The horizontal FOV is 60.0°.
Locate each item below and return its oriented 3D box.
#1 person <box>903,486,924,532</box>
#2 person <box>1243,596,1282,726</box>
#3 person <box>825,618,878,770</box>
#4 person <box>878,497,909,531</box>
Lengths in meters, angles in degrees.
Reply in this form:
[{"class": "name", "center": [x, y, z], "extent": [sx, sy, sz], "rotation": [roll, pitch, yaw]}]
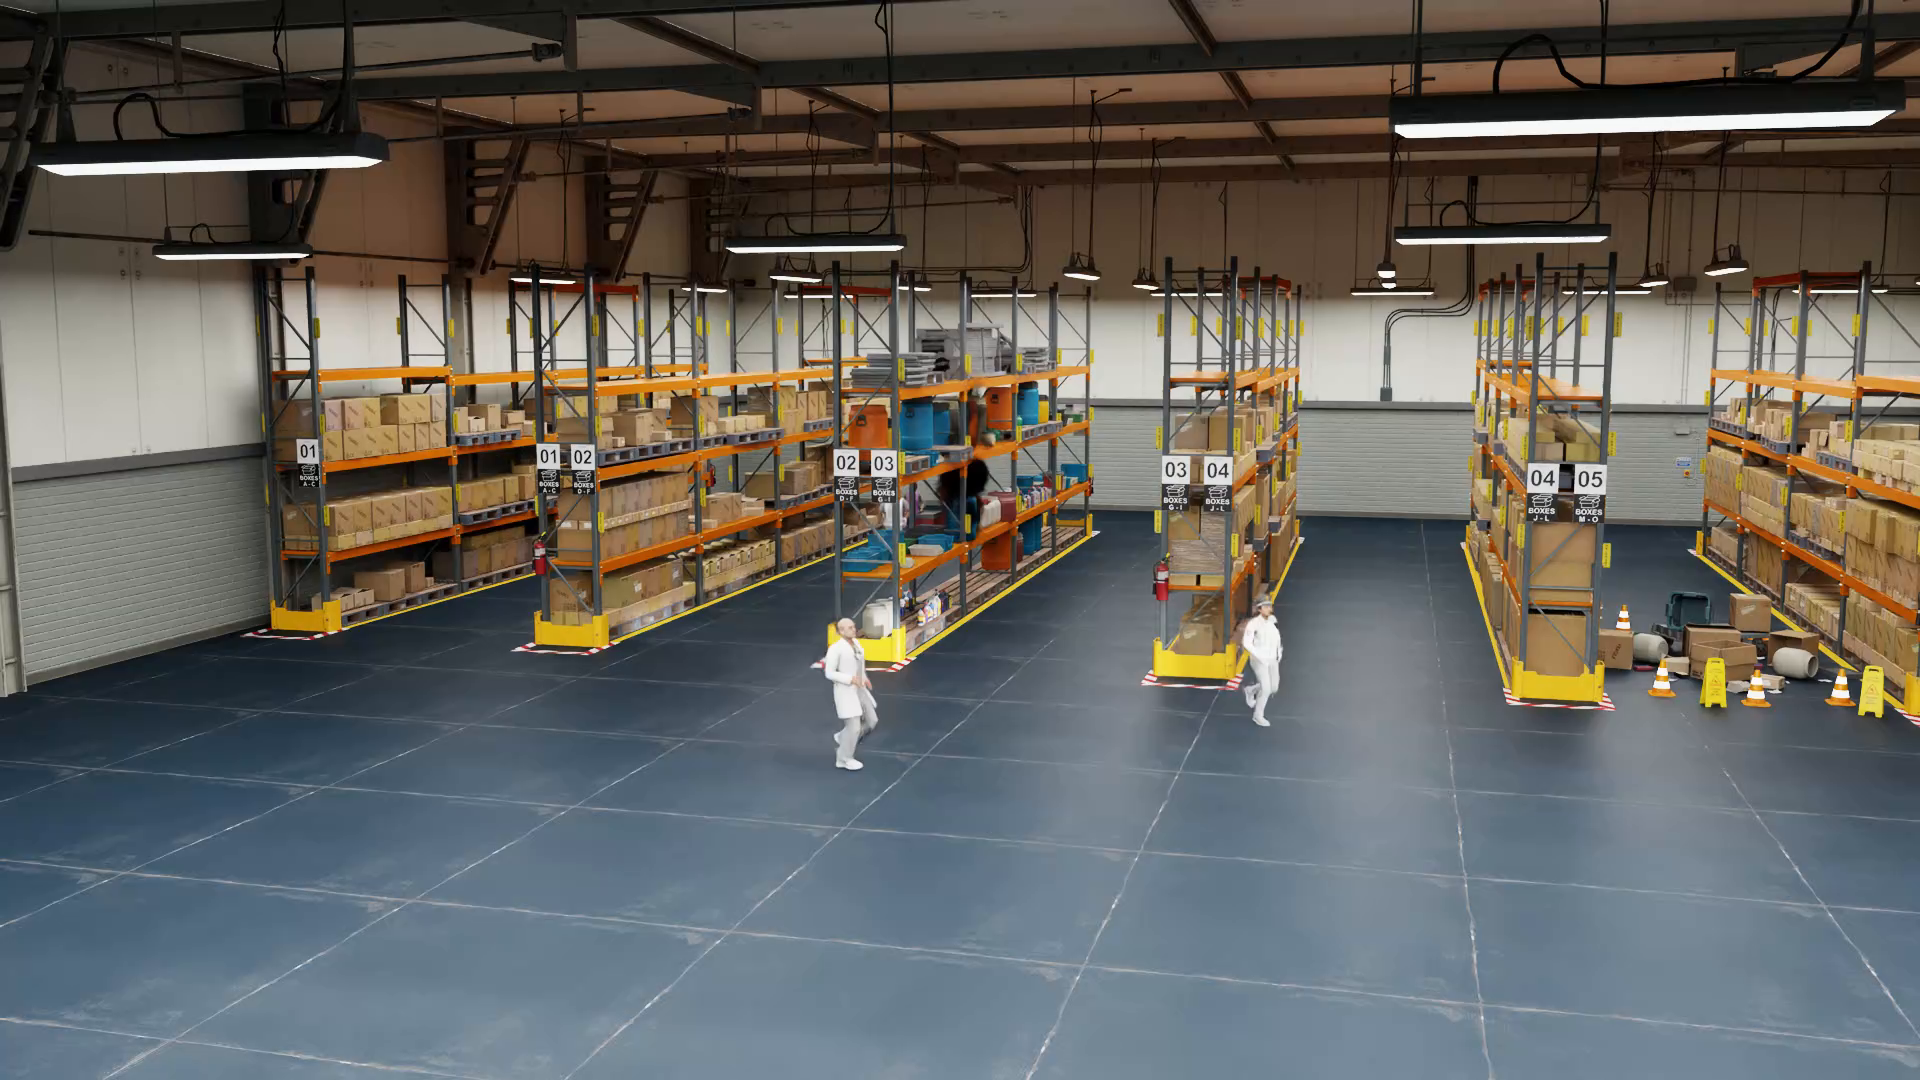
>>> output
[{"class": "person", "center": [-1.077, -0.508, 37.487], "extent": [0.547, 1.561, 0.691], "rotation": [0, 7, 3]}, {"class": "person", "center": [3.844, 1.516, 21.168], "extent": [0.636, 1.674, 0.598], "rotation": [-4, 8, -30]}, {"class": "person", "center": [-1.215, 1.749, 18.899], "extent": [0.651, 1.729, 0.703], "rotation": [5, 9, 35]}, {"class": "person", "center": [-1.383, -0.274, 34.711], "extent": [0.662, 1.767, 0.633], "rotation": [1, 7, 4]}]
